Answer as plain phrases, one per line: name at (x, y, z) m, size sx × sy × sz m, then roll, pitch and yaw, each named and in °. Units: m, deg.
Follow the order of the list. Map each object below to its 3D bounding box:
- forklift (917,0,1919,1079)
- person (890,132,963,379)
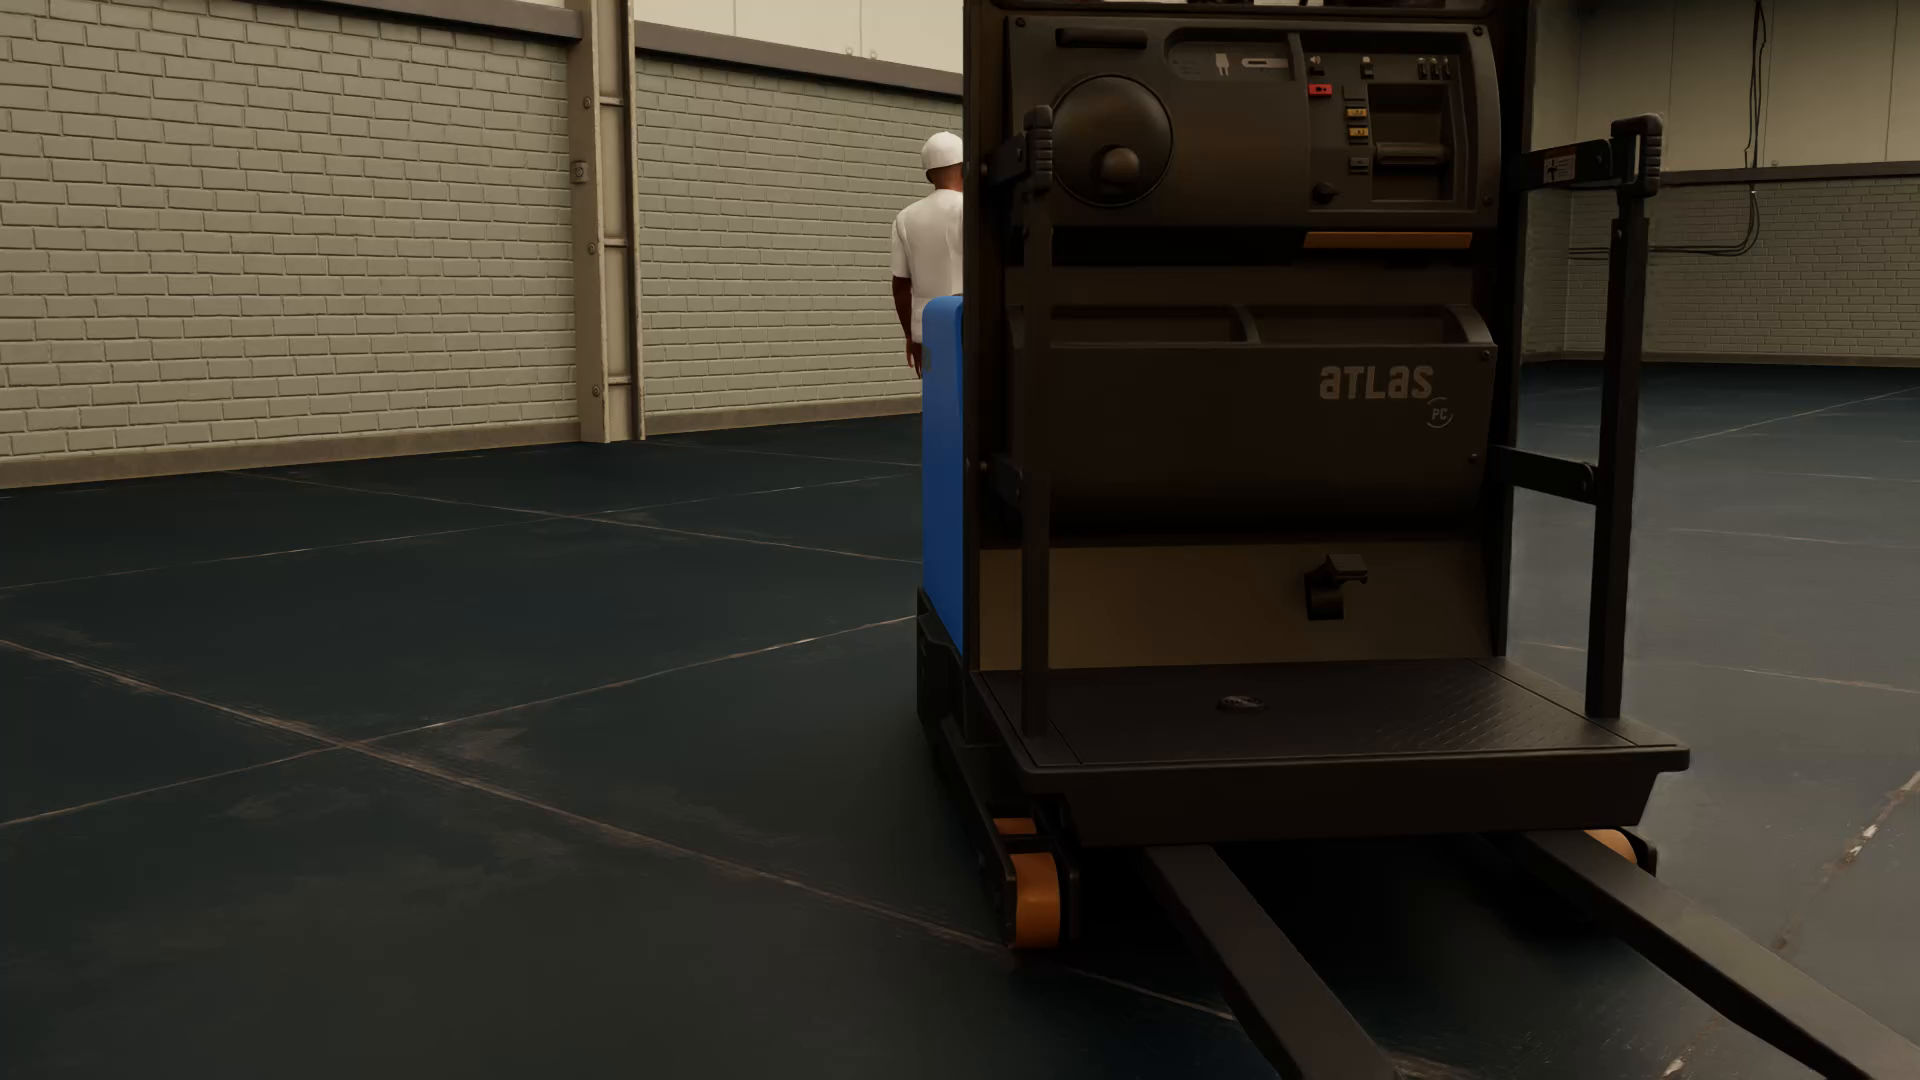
forklift at (0.580, -0.822, 2.898) m, size 1.130 × 2.935 × 3.031 m, roll -1°, pitch 8°, yaw -7°
person at (0.048, -0.888, 7.327) m, size 0.666 × 1.768 × 0.575 m, roll 7°, pitch 11°, yaw 38°
